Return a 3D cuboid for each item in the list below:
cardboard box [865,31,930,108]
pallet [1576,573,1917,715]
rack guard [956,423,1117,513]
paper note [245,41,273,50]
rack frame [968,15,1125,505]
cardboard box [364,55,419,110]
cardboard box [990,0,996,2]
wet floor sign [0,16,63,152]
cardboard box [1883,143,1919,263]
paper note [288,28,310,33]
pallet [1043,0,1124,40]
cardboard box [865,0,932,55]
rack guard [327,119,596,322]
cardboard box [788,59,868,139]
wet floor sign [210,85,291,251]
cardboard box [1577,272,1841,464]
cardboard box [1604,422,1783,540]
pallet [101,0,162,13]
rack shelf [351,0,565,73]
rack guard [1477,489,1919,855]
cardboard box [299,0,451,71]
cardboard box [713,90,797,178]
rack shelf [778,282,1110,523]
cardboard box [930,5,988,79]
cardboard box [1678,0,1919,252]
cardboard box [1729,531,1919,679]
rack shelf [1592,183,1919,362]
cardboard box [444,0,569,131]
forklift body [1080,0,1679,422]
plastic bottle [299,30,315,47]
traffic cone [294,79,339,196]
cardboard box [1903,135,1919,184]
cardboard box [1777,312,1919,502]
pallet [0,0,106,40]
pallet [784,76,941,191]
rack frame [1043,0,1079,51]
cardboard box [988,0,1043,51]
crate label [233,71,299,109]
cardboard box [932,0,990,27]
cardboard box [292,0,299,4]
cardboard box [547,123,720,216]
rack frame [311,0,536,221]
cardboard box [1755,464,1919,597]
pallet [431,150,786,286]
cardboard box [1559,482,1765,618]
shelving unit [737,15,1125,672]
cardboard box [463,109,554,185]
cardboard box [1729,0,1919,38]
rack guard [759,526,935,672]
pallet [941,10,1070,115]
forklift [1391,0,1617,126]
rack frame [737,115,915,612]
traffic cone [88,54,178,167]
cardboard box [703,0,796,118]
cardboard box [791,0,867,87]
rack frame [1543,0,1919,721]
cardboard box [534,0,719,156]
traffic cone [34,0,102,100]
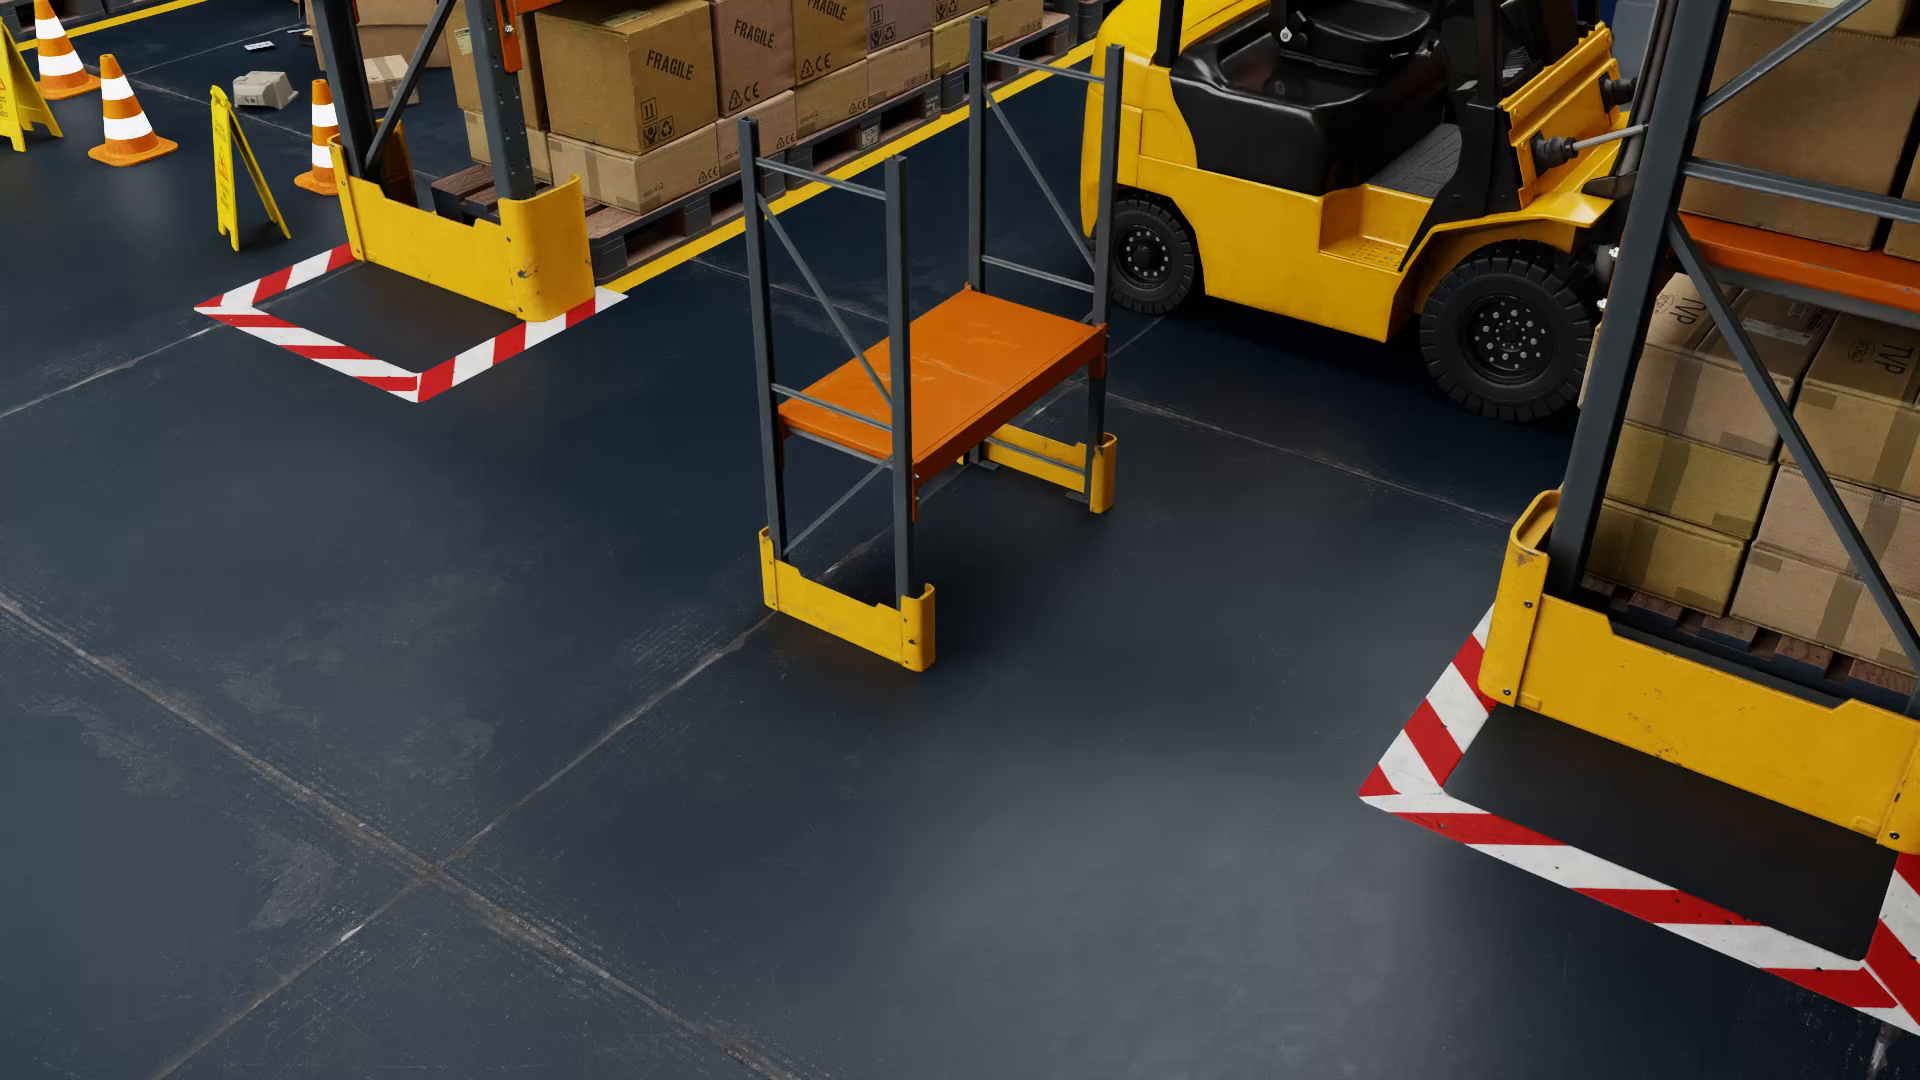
[{"bbox_3d":[-0.491,-2.348,8.124,0.500,0.250,0.500,22,40,29],"label":"cardboard box"},{"bbox_3d":[2.415,0.063,4.969,1.003,0.211,1.213,21,39,28],"label":"pallet"},{"bbox_3d":[0.240,-0.298,5.467,0.587,0.250,0.087,21,39,28],"label":"rack guard"},{"bbox_3d":[-3.926,-2.775,9.327,0.142,0.017,0.144,-22,40,-29],"label":"paper note"},{"bbox_3d":[0.241,-0.816,5.118,0.500,1.500,0.032,21,39,28],"label":"rack frame"},{"bbox_3d":[-2.979,-2.378,8.633,0.250,0.149,0.380,-15,37,-21],"label":"cardboard box"},{"bbox_3d":[0.097,-3.139,8.624,0.500,0.500,0.500,21,39,28],"label":"cardboard box"},{"bbox_3d":[-4.581,-2.224,7.963,0.267,0.644,0.232,14,37,20],"label":"wet floor sign"},{"bbox_3d":[2.524,-0.908,3.825,0.500,0.500,0.500,23,40,30],"label":"cardboard box"},{"bbox_3d":[-3.810,-2.937,9.584,0.123,0.001,0.032,-15,37,-21],"label":"paper note"},{"bbox_3d":[0.657,-3.355,10.023,1.003,0.211,1.213,21,39,28],"label":"pallet"},{"bbox_3d":[-0.481,-2.669,7.930,0.500,0.500,0.500,24,41,31],"label":"cardboard box"},{"bbox_3d":[-2.023,-1.310,6.741,1.175,0.500,0.348,21,39,28],"label":"rack guard"},{"bbox_3d":[-0.782,-2.116,7.781,0.500,0.250,0.500,24,41,31],"label":"cardboard box"},{"bbox_3d":[-3.054,-1.590,7.025,0.232,0.644,0.267,-22,40,-29],"label":"wet floor sign"},{"bbox_3d":[2.019,-0.488,4.480,0.500,0.250,0.500,23,40,30],"label":"cardboard box"},{"bbox_3d":[2.034,-0.293,4.639,0.500,0.250,0.500,21,39,28],"label":"cardboard box"},{"bbox_3d":[-5.103,-3.642,10.447,1.003,0.211,1.213,21,39,28],"label":"pallet"},{"bbox_3d":[-0.926,-2.933,7.552,1.077,0.370,4.000,21,39,28],"label":"rack shelf"},{"bbox_3d":[1.999,0.320,4.331,1.175,0.500,0.348,21,39,28],"label":"rack guard"},{"bbox_3d":[-3.145,-2.894,9.080,0.797,0.503,0.637,-3,34,-4],"label":"cardboard box"},{"bbox_3d":[-1.082,-1.861,7.404,0.500,0.250,0.500,23,40,30],"label":"cardboard box"},{"bbox_3d":[-0.049,-0.433,4.873,0.538,0.185,1.000,21,39,28],"label":"rack shelf"},{"bbox_3d":[-0.198,-2.580,8.468,0.500,0.250,0.500,20,39,27],"label":"cardboard box"},{"bbox_3d":[2.078,-1.079,4.078,0.500,0.500,0.500,20,39,27],"label":"cardboard box"},{"bbox_3d":[2.454,0.075,4.542,0.500,0.250,0.500,21,40,28],"label":"cardboard box"},{"bbox_3d":[3.153,-1.349,5.210,1.077,0.370,4.000,21,39,28],"label":"rack shelf"},{"bbox_3d":[-1.824,-2.108,7.100,0.500,0.500,0.500,22,40,28],"label":"cardboard box"},{"bbox_3d":[1.596,-1.831,6.037,2.313,2.155,1.214,21,39,28],"label":"forklift body"},{"bbox_3d":[-3.616,-2.878,9.451,0.133,0.061,0.283,8,35,12],"label":"plastic bottle"},{"bbox_3d":[-2.881,-1.870,7.602,0.336,0.463,0.334,21,39,28],"label":"traffic cone"},{"bbox_3d":[2.381,-1.315,4.427,0.500,0.500,0.500,23,40,30],"label":"cardboard box"},{"bbox_3d":[2.443,-0.337,4.257,0.500,0.250,0.500,21,39,28],"label":"cardboard box"},{"bbox_3d":[-5.799,-3.083,9.621,1.003,0.211,1.213,21,39,28],"label":"pallet"},{"bbox_3d":[-0.835,-2.112,8.185,1.003,0.211,1.213,21,39,28],"label":"pallet"},{"bbox_3d":[0.214,-4.152,8.711,1.000,3.000,0.127,21,39,28],"label":"rack frame"},{"bbox_3d":[0.098,-2.829,8.835,0.500,0.250,0.500,23,40,30],"label":"cardboard box"},{"bbox_3d":[-3.590,-2.314,8.550,0.250,0.136,0.298,3,34,4],"label":"crate label"},{"bbox_3d":[-0.191,-2.904,8.277,0.500,0.500,0.500,22,40,29],"label":"cardboard box"},{"bbox_3d":[-3.952,-3.609,10.139,0.500,0.500,0.500,29,44,36],"label":"cardboard box"},{"bbox_3d":[-1.380,-1.629,7.060,0.500,0.250,0.500,21,39,28],"label":"cardboard box"},{"bbox_3d":[-2.067,-2.311,5.989,1.000,3.000,0.127,21,39,28],"label":"rack frame"},{"bbox_3d":[2.452,-0.119,4.382,0.500,0.250,0.500,22,40,29],"label":"cardboard box"},{"bbox_3d":[-1.531,-1.553,7.358,1.003,0.211,1.213,21,39,28],"label":"pallet"},{"bbox_3d":[2.021,-0.079,4.769,0.500,0.250,0.500,22,40,28],"label":"cardboard box"},{"bbox_3d":[-0.043,-0.586,4.778,0.587,1.500,1.083,21,39,28],"label":"shelving unit"},{"bbox_3d":[-1.813,-1.815,7.335,0.500,0.250,0.500,21,39,28],"label":"cardboard box"},{"bbox_3d":[1.981,-1.286,3.806,0.380,0.149,0.250,22,40,29],"label":"cardboard box"},{"bbox_3d":[-0.327,0.161,4.789,0.587,0.250,0.087,21,39,28],"label":"rack guard"},{"bbox_3d":[-0.140,-2.676,9.019,1.003,0.211,1.213,21,39,28],"label":"pallet"},{"bbox_3d":[1.954,-3.218,7.392,3.031,2.935,1.130,-28,43,-35],"label":"forklift"},{"bbox_3d":[-0.338,-0.348,4.426,0.500,1.500,0.032,21,39,28],"label":"rack frame"},{"bbox_3d":[-3.987,-2.068,7.895,0.336,0.463,0.334,21,39,28],"label":"traffic cone"},{"bbox_3d":[-1.072,-2.192,7.224,0.500,0.500,0.500,20,39,27],"label":"cardboard box"},{"bbox_3d":[-0.779,-2.421,7.562,0.500,0.500,0.500,22,40,29],"label":"cardboard box"},{"bbox_3d":[2.013,-0.727,3.647,1.000,3.000,0.127,21,39,28],"label":"rack frame"},{"bbox_3d":[-1.367,-1.950,6.867,0.500,0.500,0.500,20,39,27],"label":"cardboard box"},{"bbox_3d":[-4.722,-2.585,8.660,0.336,0.463,0.334,21,39,28],"label":"traffic cone"}]
